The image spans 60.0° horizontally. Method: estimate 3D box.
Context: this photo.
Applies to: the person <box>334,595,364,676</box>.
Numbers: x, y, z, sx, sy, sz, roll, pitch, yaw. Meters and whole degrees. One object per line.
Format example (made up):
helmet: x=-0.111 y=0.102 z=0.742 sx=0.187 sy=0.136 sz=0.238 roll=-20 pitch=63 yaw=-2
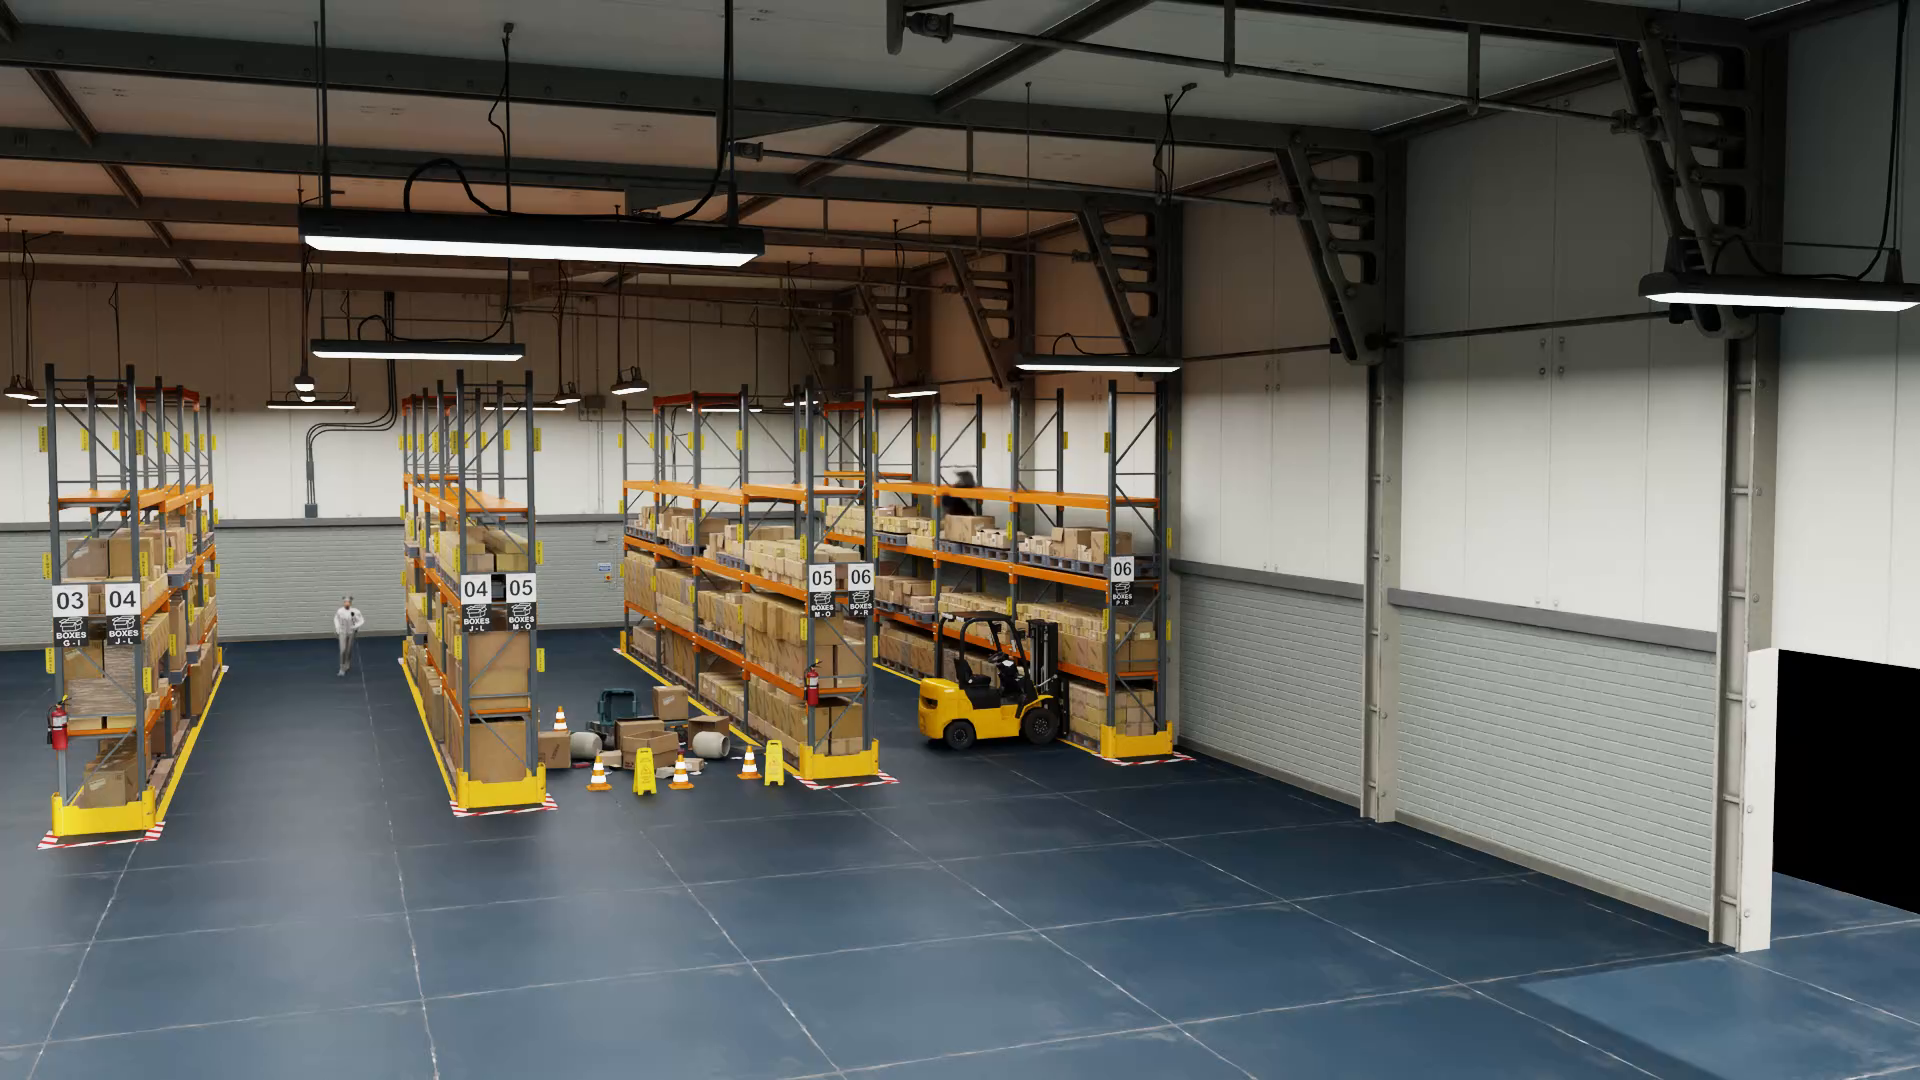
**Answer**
person: x=-13.258 y=2.048 z=36.109 sx=0.619 sy=1.726 sz=0.795 roll=-1 pitch=3 yaw=-16
